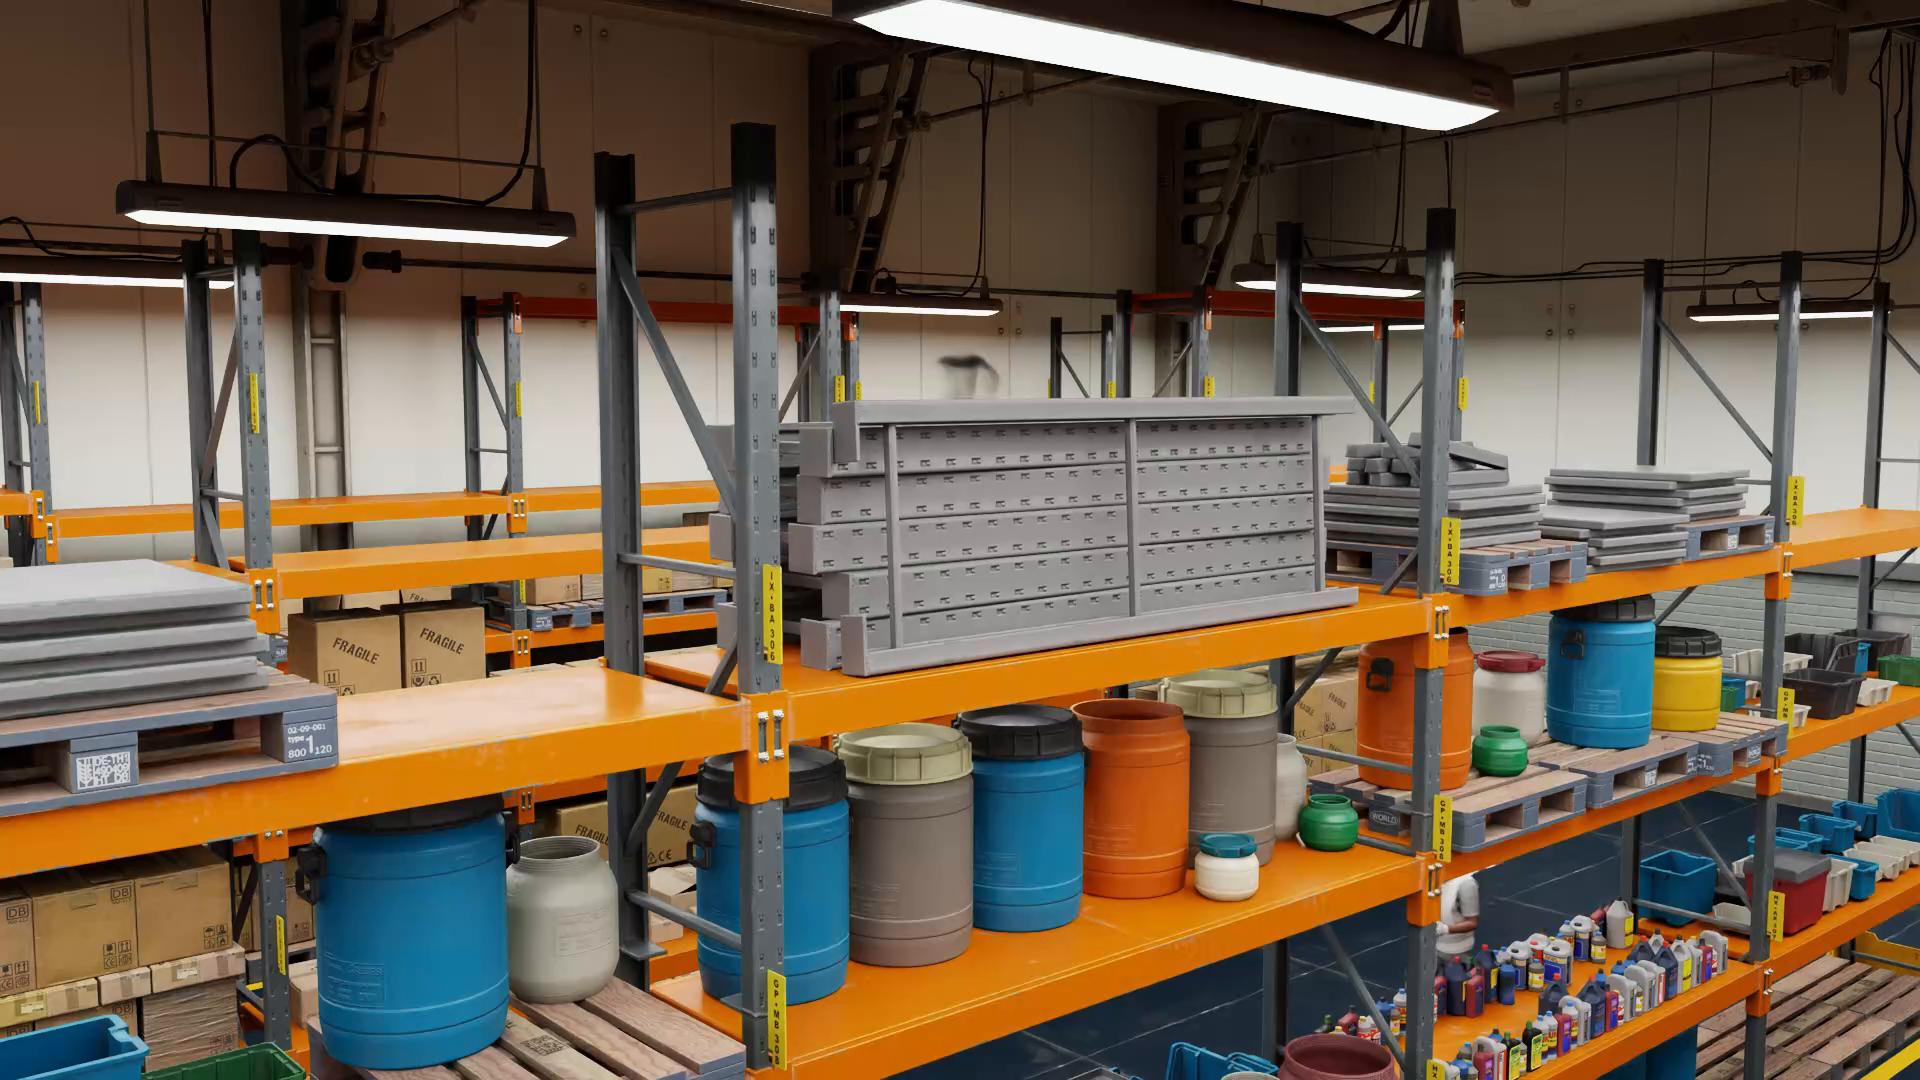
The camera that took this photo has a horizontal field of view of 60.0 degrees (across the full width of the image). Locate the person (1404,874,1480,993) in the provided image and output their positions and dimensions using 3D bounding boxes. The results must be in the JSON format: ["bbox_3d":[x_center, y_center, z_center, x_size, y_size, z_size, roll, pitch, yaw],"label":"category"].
[{"bbox_3d":[3.690,3.103,12.608,0.907,1.818,0.601,-5,8,-44],"label":"person"}]
